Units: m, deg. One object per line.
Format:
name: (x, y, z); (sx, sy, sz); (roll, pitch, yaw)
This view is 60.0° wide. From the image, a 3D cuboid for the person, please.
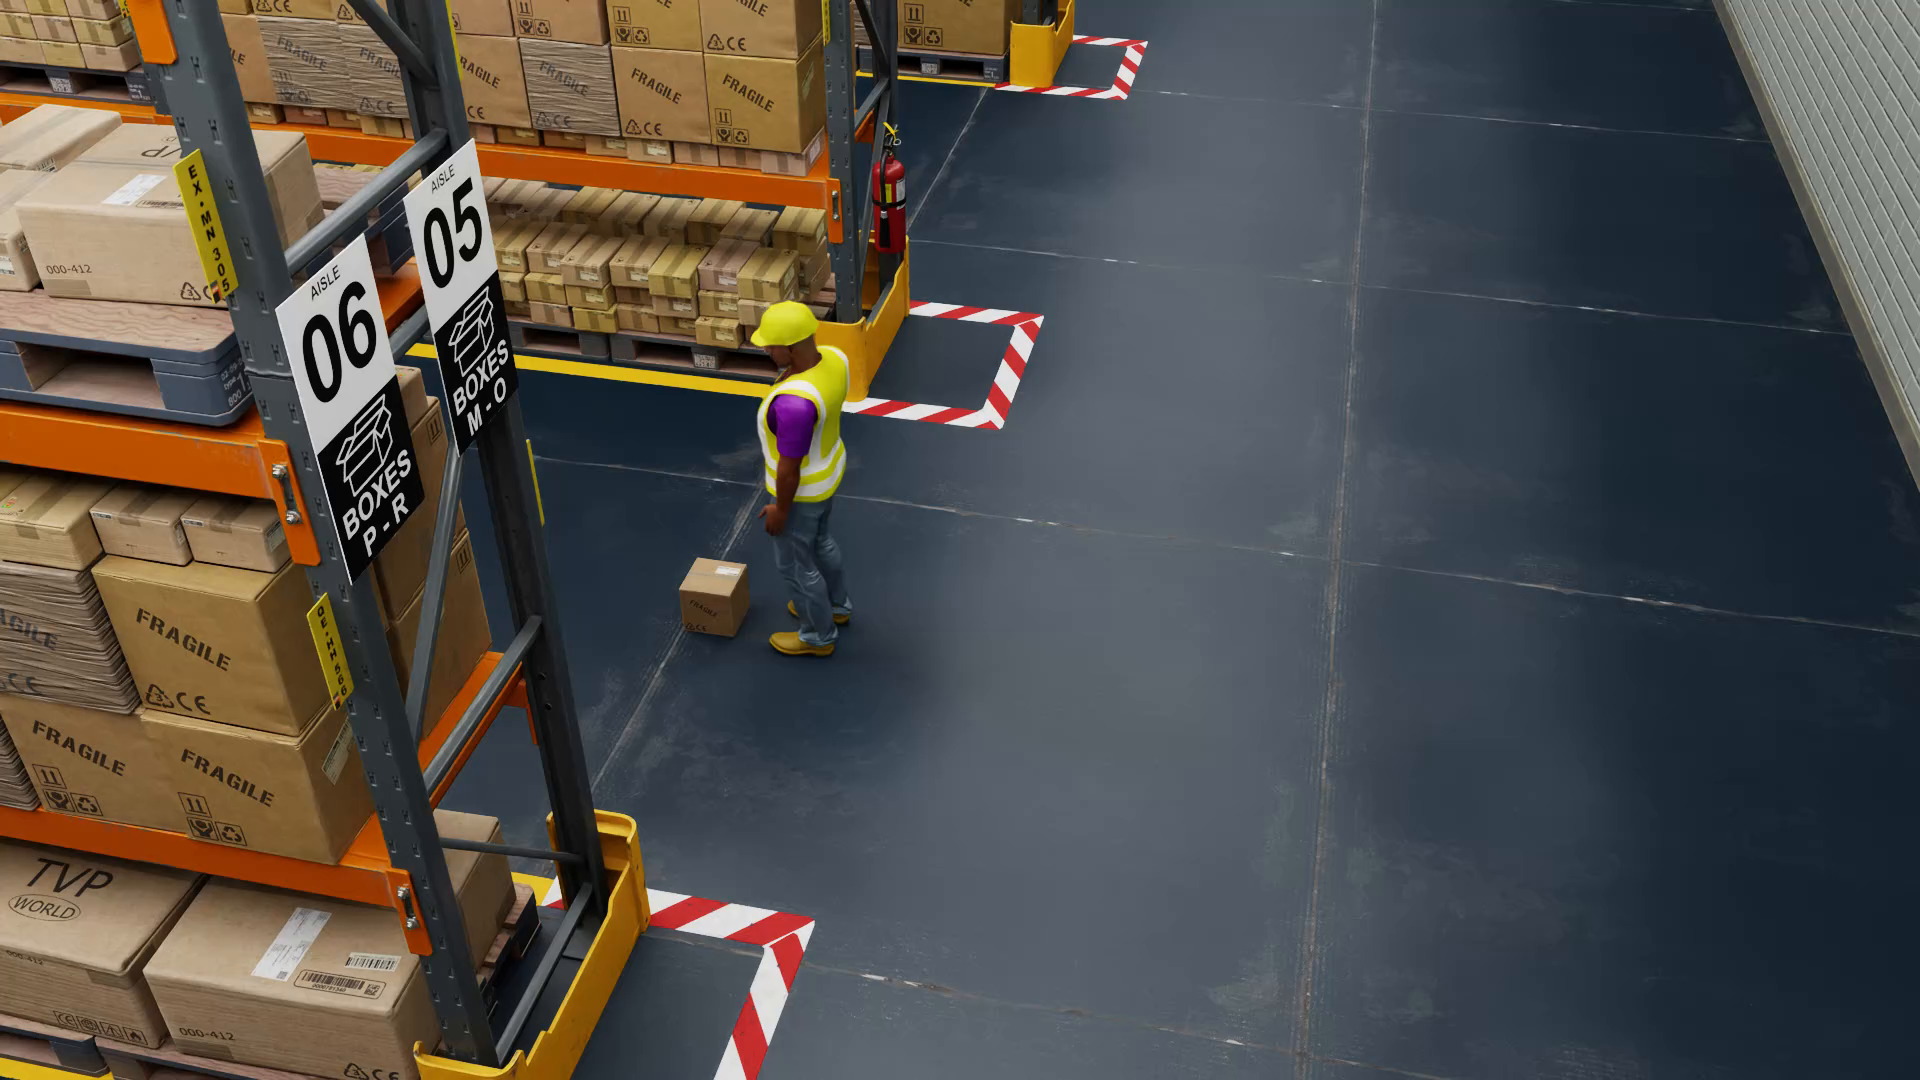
person: (-0.684, -0.259, 7.302); (0.365, 1.759, 0.567); (8, 37, 11)
